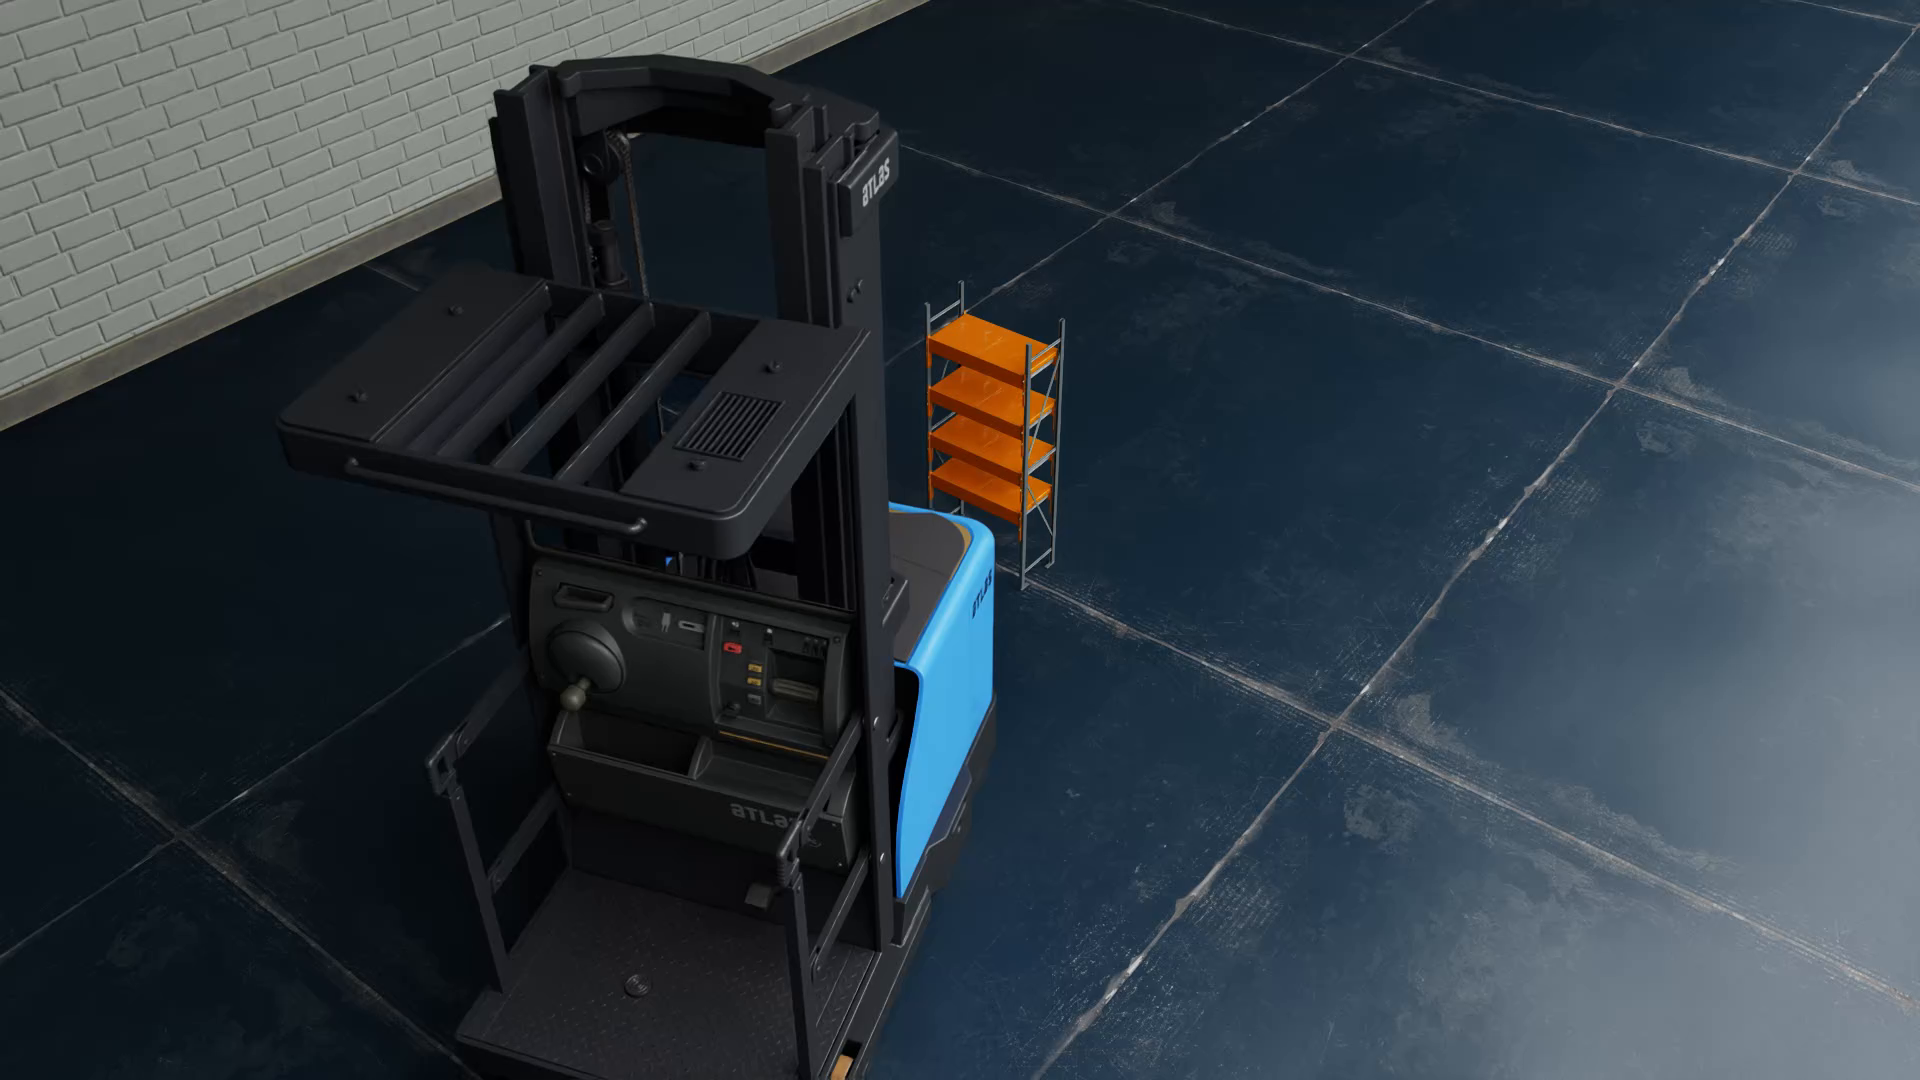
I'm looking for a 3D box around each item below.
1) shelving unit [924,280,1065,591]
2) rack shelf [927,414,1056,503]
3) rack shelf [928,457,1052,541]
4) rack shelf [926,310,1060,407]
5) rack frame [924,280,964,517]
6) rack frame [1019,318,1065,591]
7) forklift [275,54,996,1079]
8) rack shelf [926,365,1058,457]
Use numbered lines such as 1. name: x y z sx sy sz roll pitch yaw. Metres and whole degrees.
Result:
1. shelving unit: 0.131 -0.410 6.801 0.503 1.200 0.258 25 45 29
2. rack shelf: 0.131 -0.357 6.842 0.480 0.148 0.258 25 45 29
3. rack shelf: 0.131 -0.201 6.965 0.480 0.148 0.258 25 45 29
4. rack shelf: 0.131 -0.720 6.559 0.480 0.148 0.258 25 45 29
5. rack frame: -0.062 -0.502 6.918 0.015 1.200 0.240 25 45 29
6. rack frame: 0.325 -0.319 6.684 0.015 1.200 0.240 25 45 29
7. forklift: -0.814 0.399 4.363 1.130 2.935 3.031 11 39 14
8. rack shelf: 0.131 -0.534 6.705 0.480 0.148 0.258 25 45 29
